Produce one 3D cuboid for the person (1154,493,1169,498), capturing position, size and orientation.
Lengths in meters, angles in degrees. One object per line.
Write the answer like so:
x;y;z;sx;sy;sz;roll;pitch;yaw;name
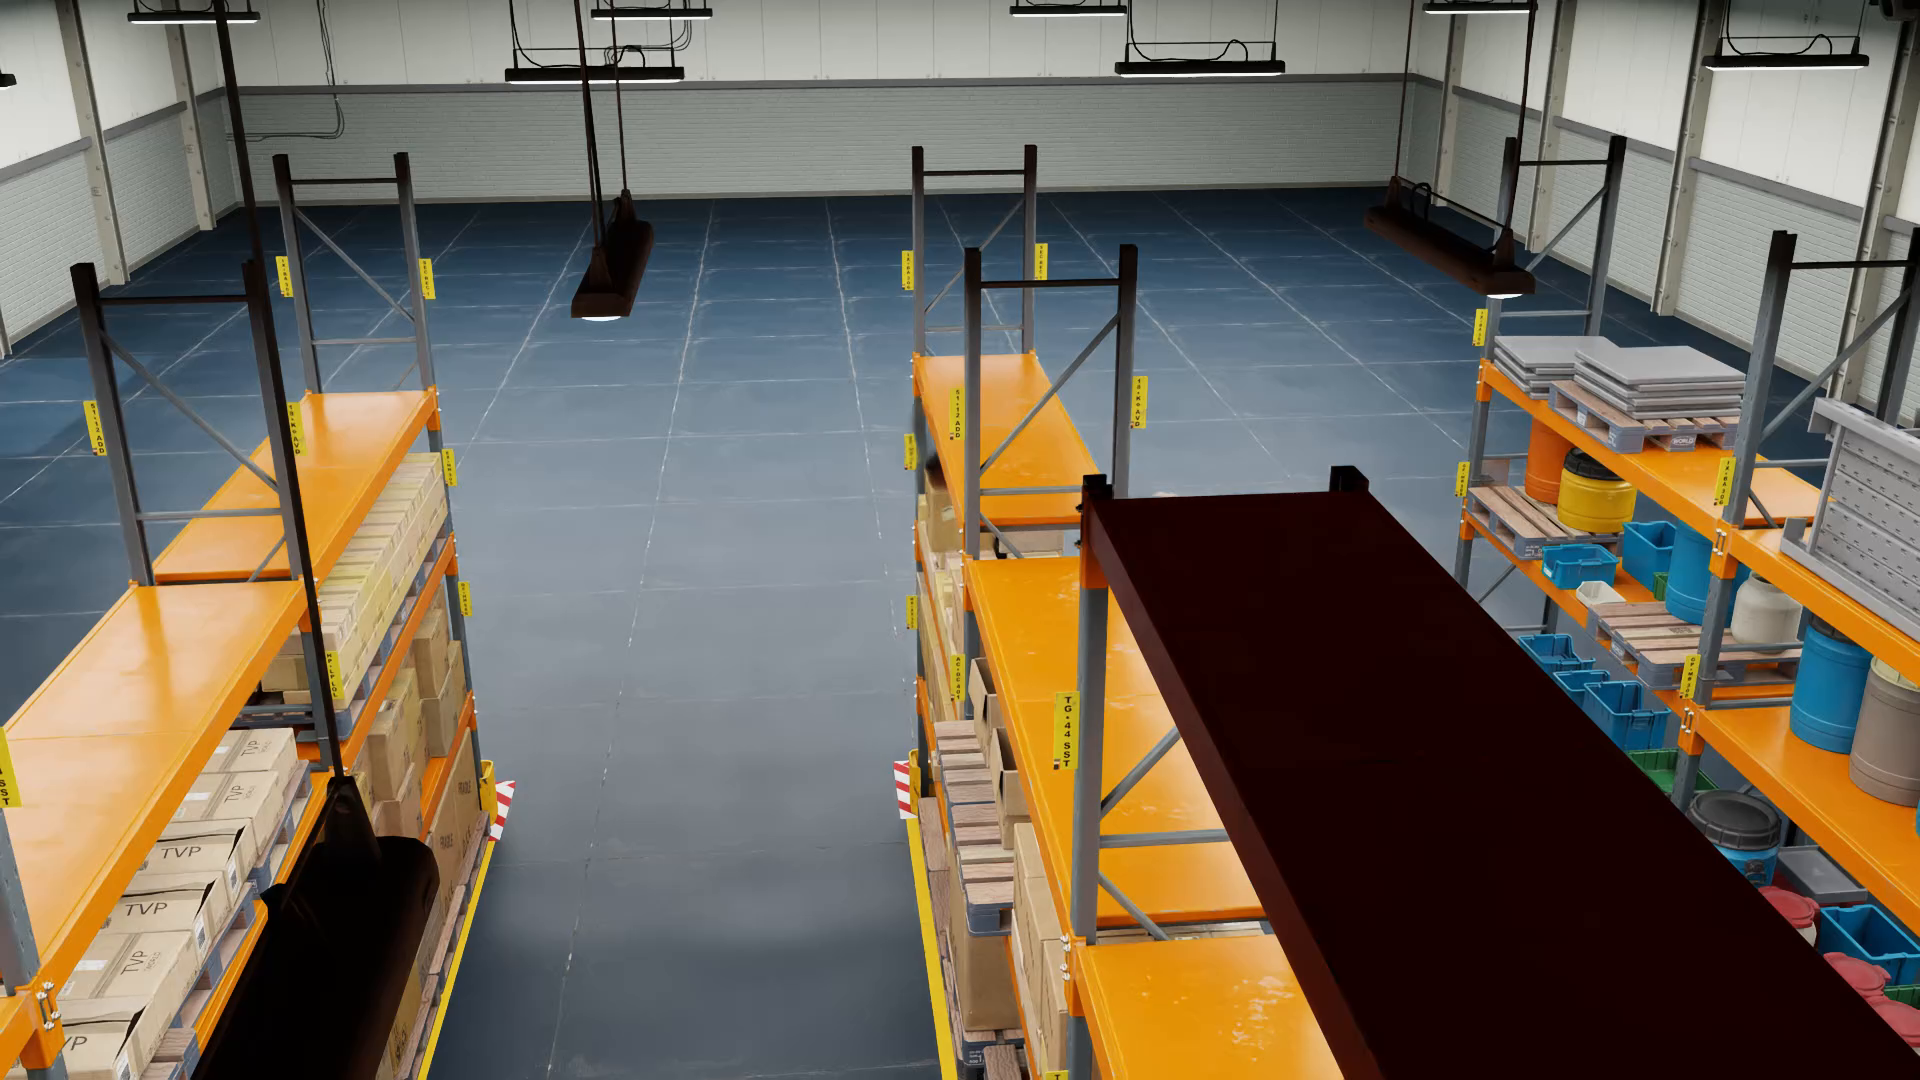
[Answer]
2.155;0.330;18.442;0.431;1.804;0.679;-1;22;-1;person
